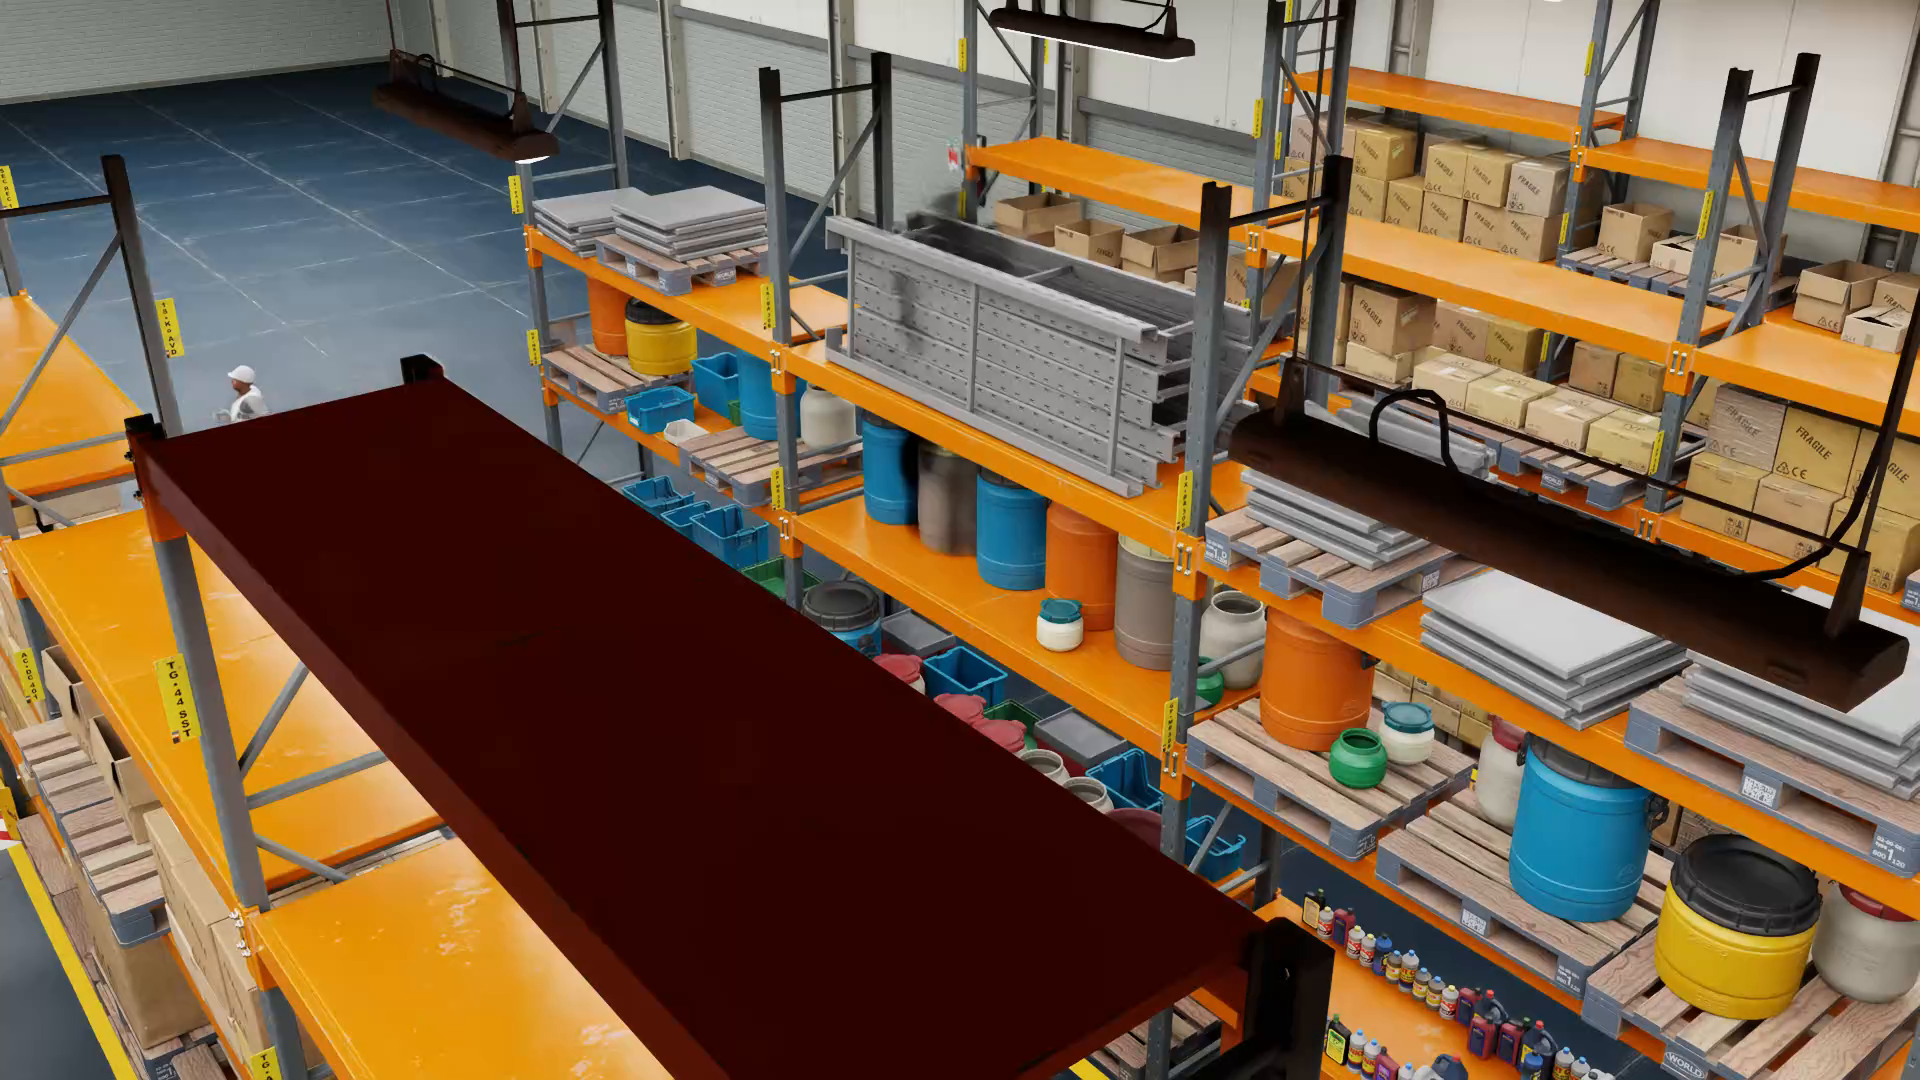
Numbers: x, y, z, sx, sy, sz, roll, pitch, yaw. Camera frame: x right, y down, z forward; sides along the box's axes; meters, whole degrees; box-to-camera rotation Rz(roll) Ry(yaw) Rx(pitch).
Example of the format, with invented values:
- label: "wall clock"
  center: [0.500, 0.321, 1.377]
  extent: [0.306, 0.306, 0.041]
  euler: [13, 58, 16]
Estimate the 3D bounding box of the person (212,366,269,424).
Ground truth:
- label: "person"
  center: [-7.888, -1.060, 18.430]
  extent: [0.667, 1.803, 0.657]
  euler: [-6, 27, -13]
